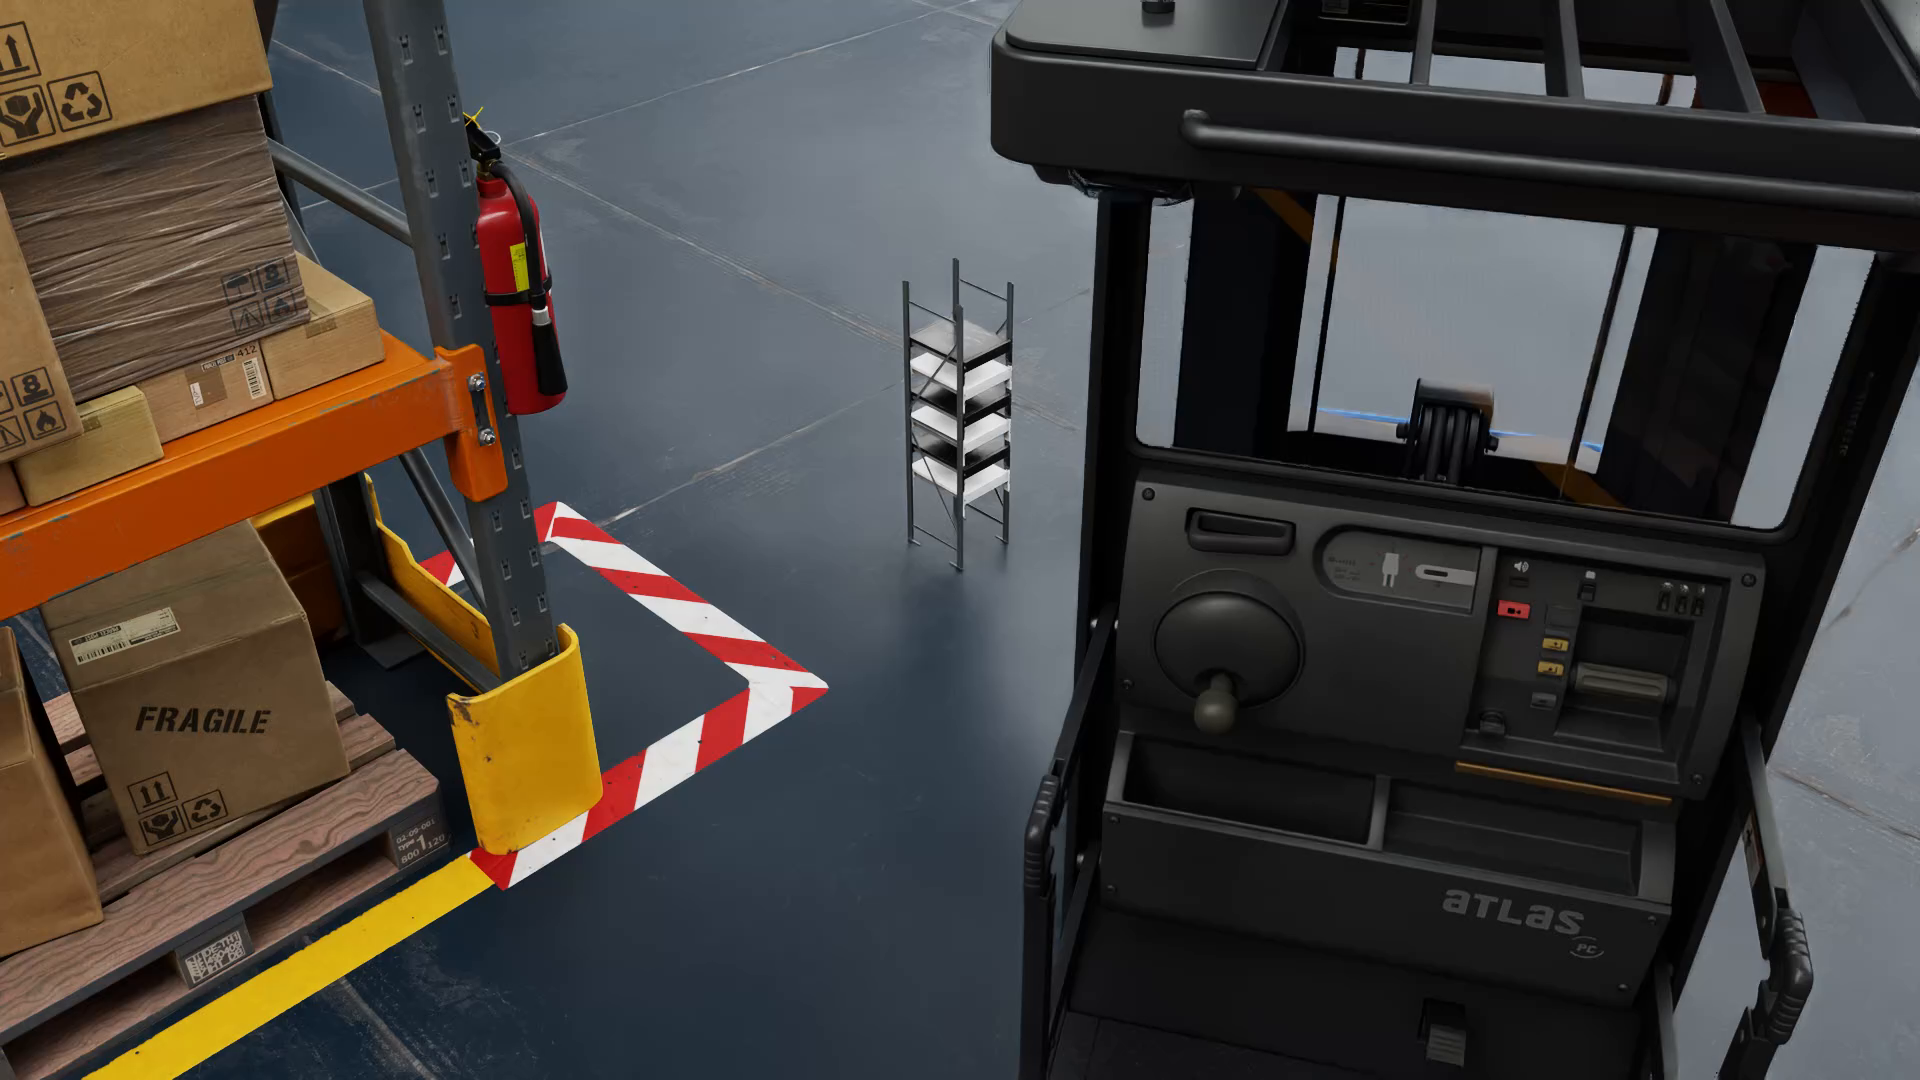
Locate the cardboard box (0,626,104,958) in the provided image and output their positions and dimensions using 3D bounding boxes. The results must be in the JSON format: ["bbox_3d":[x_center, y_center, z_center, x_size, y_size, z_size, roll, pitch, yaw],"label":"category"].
[{"bbox_3d":[-2.228,0.588,3.602,0.500,0.500,0.500,-18,39,-24],"label":"cardboard box"}]

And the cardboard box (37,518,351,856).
[{"bbox_3d":[-1.831,0.332,3.970,0.500,0.500,0.500,-21,40,-28],"label":"cardboard box"}]

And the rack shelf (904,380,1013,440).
[{"bbox_3d":[-0.006,-0.412,4.955,0.258,0.077,0.200,30,45,35],"label":"rack shelf"}]

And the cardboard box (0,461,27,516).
[{"bbox_3d":[-1.937,-0.147,3.059,0.380,0.149,0.250,30,45,35],"label":"cardboard box"}]

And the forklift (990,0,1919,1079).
[{"bbox_3d":[0.662,0.211,2.385,1.130,2.935,3.031,9,36,12],"label":"forklift"}]

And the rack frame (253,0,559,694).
[{"bbox_3d":[-1.379,-0.768,3.729,1.000,3.000,0.127,30,45,35],"label":"rack frame"}]

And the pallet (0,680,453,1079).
[{"bbox_3d":[-2.030,0.722,4.030,1.003,0.211,1.213,30,45,35],"label":"pallet"}]

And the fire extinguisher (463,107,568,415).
[{"bbox_3d":[-0.972,-0.597,3.551,0.296,0.674,0.183,30,45,35],"label":"fire extinguisher"}]

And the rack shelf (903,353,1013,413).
[{"bbox_3d":[-0.006,-0.486,4.904,0.258,0.077,0.200,30,45,35],"label":"rack shelf"}]

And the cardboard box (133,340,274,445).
[{"bbox_3d":[-1.610,-0.365,3.371,0.380,0.149,0.250,30,45,35],"label":"cardboard box"}]

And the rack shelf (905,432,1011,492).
[{"bbox_3d":[-0.006,-0.265,5.058,0.258,0.077,0.200,30,45,35],"label":"rack shelf"}]

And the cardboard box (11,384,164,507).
[{"bbox_3d":[-1.750,-0.243,3.195,0.380,0.149,0.250,30,45,35],"label":"cardboard box"}]

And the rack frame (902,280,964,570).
[{"bbox_3d":[-0.077,-0.325,4.929,0.240,0.900,0.006,30,45,35],"label":"rack frame"}]

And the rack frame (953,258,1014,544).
[{"bbox_3d":[0.066,-0.407,5.047,0.240,0.900,0.006,30,45,35],"label":"rack frame"}]

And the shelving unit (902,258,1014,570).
[{"bbox_3d":[-0.006,-0.366,4.988,0.258,0.900,0.210,30,45,35],"label":"shelving unit"}]

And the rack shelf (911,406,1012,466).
[{"bbox_3d":[-0.006,-0.338,5.007,0.258,0.077,0.200,30,45,35],"label":"rack shelf"}]

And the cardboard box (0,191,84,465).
[{"bbox_3d":[-2.053,-0.468,2.951,0.875,0.500,0.500,30,45,35],"label":"cardboard box"}]

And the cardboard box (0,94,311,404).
[{"bbox_3d":[-1.786,-0.719,3.311,0.875,0.500,0.500,30,45,35],"label":"cardboard box"}]

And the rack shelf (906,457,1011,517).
[{"bbox_3d":[-0.006,-0.191,5.110,0.258,0.077,0.200,30,45,35],"label":"rack shelf"}]

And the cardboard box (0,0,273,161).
[{"bbox_3d":[-1.591,-1.018,2.866,0.500,0.500,0.500,30,45,35],"label":"cardboard box"}]

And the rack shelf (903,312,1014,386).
[{"bbox_3d":[-0.006,-0.560,4.852,0.258,0.077,0.200,30,45,35],"label":"rack shelf"}]

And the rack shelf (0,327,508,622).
[{"bbox_3d":[-2.788,0.339,2.771,1.077,0.370,4.000,30,45,35],"label":"rack shelf"}]

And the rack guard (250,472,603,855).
[{"bbox_3d":[-1.433,0.288,4.400,1.175,0.500,0.348,30,45,35],"label":"rack guard"}]

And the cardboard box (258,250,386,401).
[{"bbox_3d":[-1.434,-0.466,3.516,0.380,0.149,0.250,30,45,35],"label":"cardboard box"}]
